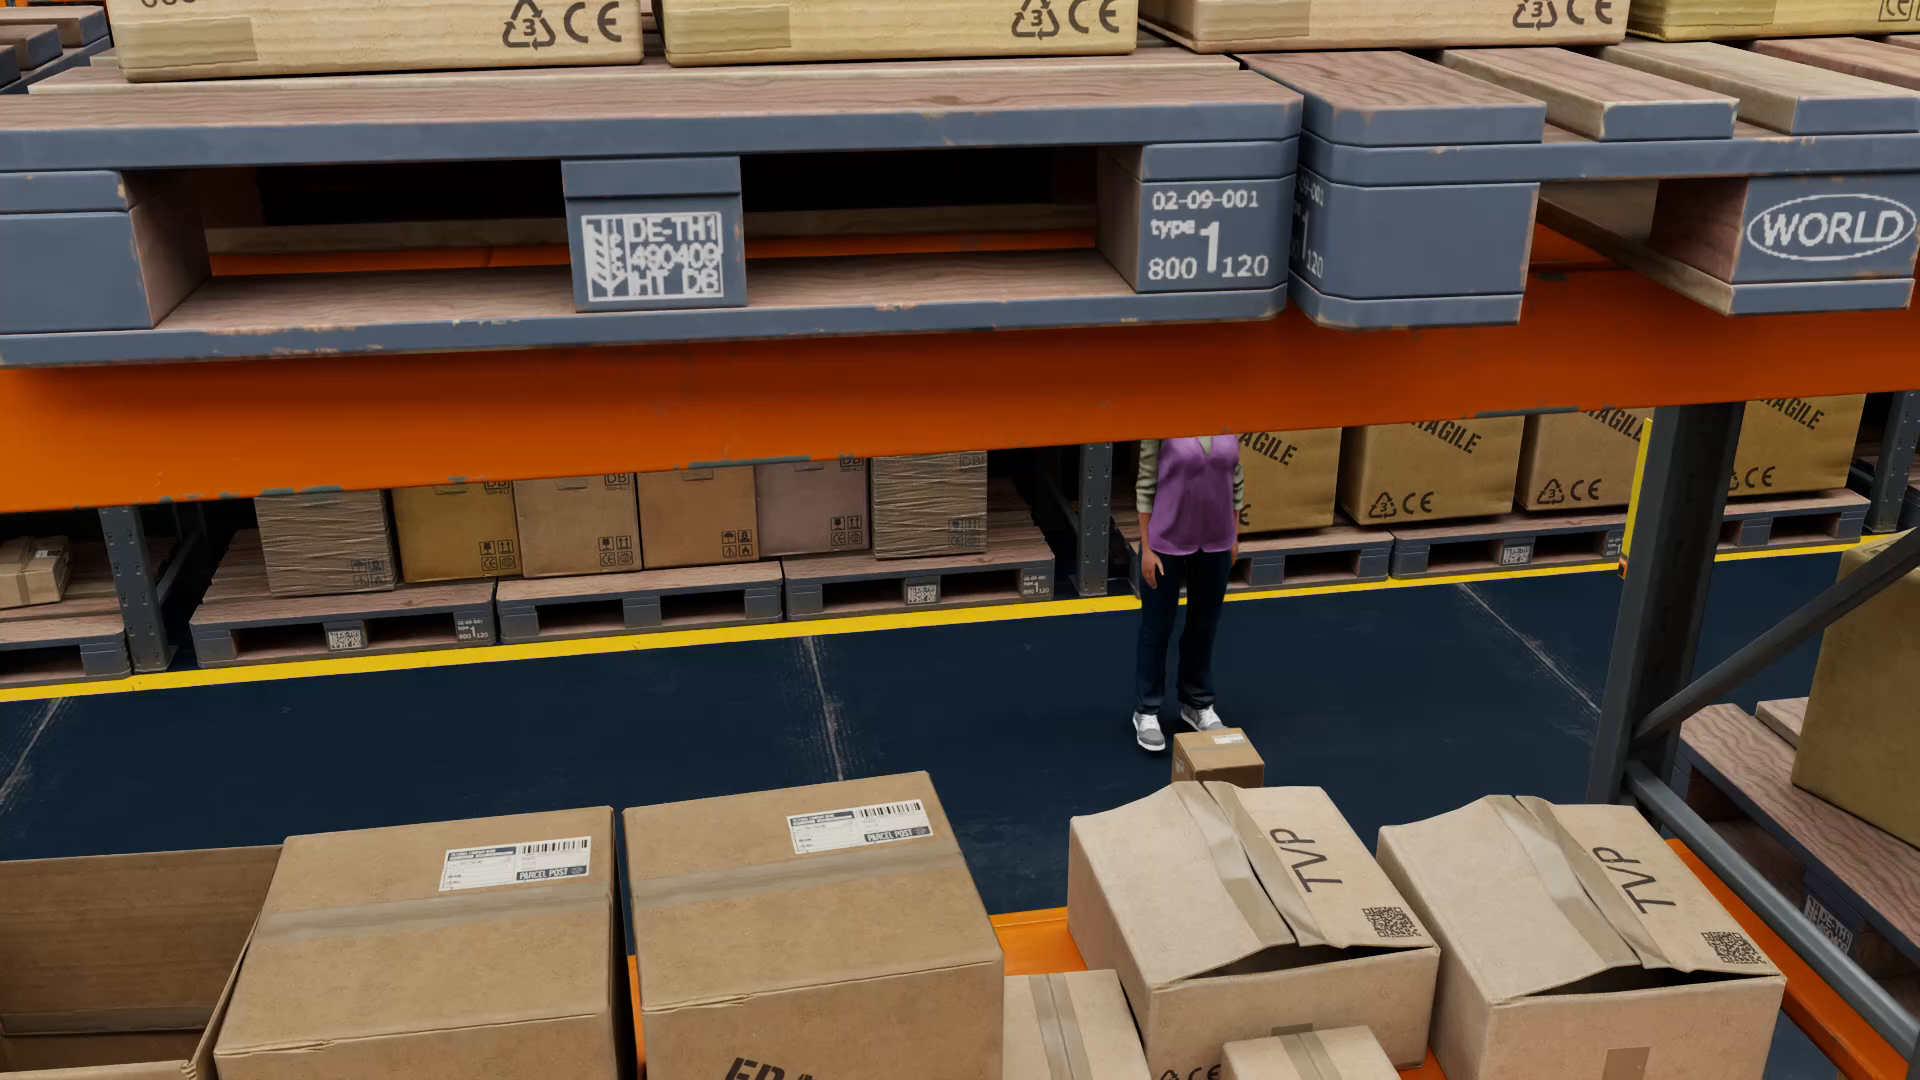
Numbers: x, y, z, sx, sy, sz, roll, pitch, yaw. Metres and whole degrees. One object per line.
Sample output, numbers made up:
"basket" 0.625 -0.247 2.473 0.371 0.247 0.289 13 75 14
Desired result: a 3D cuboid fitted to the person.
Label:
"person" 0.826 0.012 6.031 0.415 1.610 0.312 -6 24 -14
